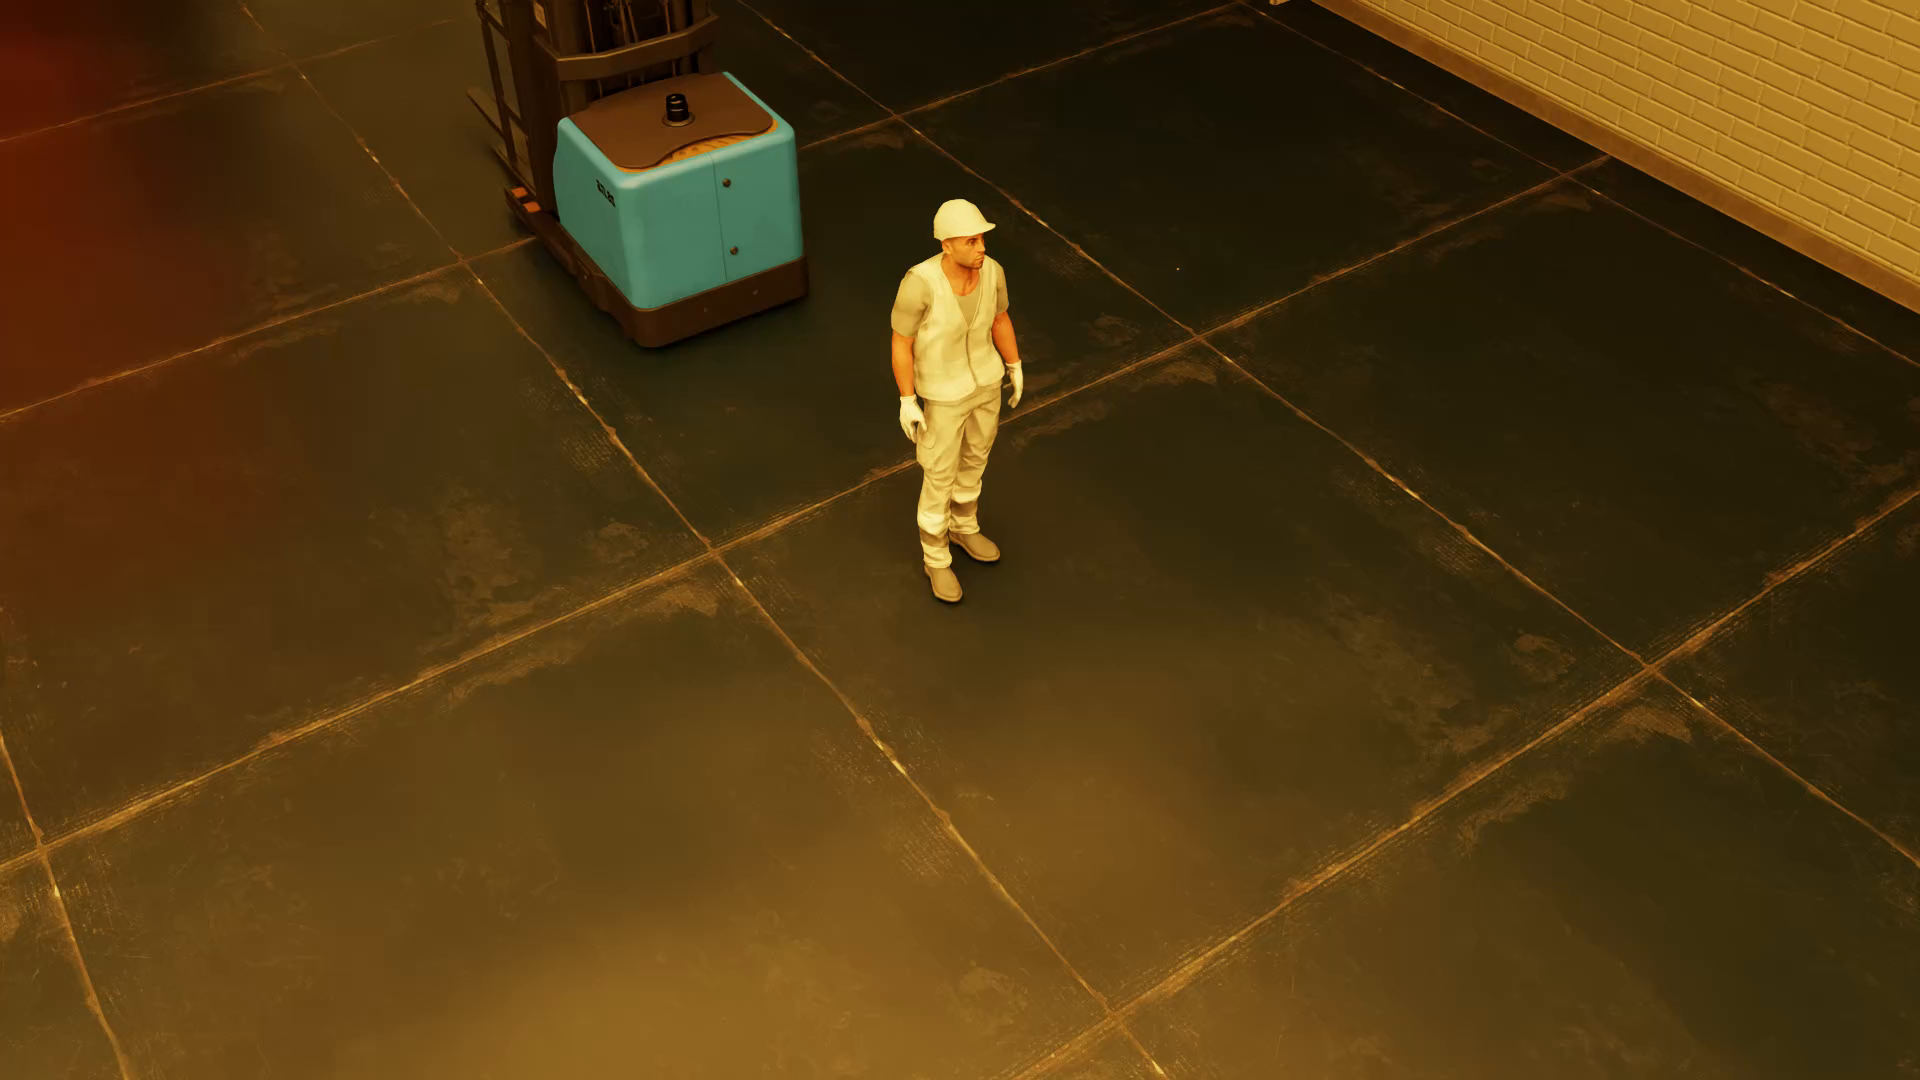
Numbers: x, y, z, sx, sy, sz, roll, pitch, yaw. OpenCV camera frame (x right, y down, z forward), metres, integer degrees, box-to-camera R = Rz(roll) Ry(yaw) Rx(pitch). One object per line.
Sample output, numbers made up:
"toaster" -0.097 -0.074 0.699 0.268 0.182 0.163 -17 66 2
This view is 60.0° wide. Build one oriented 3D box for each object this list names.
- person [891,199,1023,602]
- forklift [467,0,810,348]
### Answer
"person" 0.035 -0.614 7.213 0.637 1.787 0.564 -25 48 -25
"forklift" -2.067 -3.077 9.054 1.130 2.935 3.031 -24 48 -24
